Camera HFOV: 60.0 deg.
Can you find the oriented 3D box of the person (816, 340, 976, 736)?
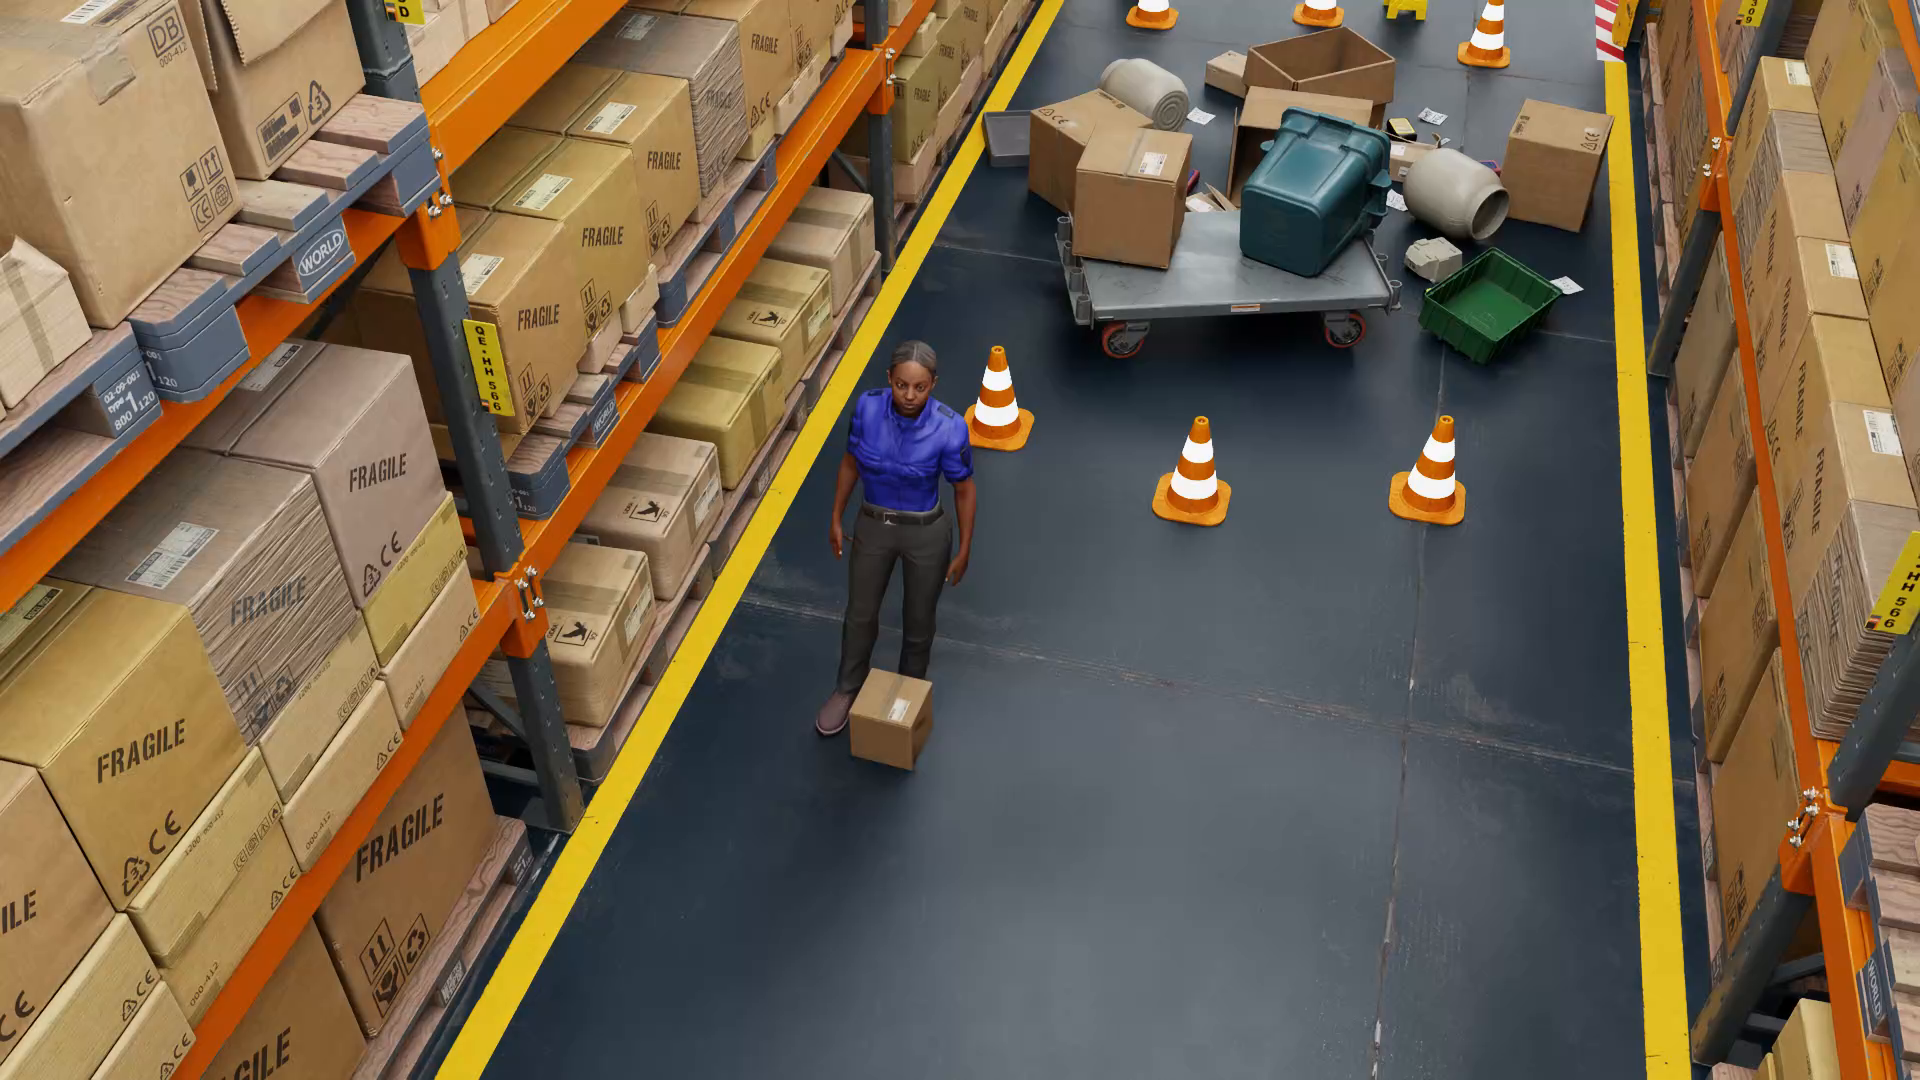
[{"bbox_3d":[-0.245,0.031,6.115,0.569,1.654,0.504,10,42,11],"label":"person"}]
